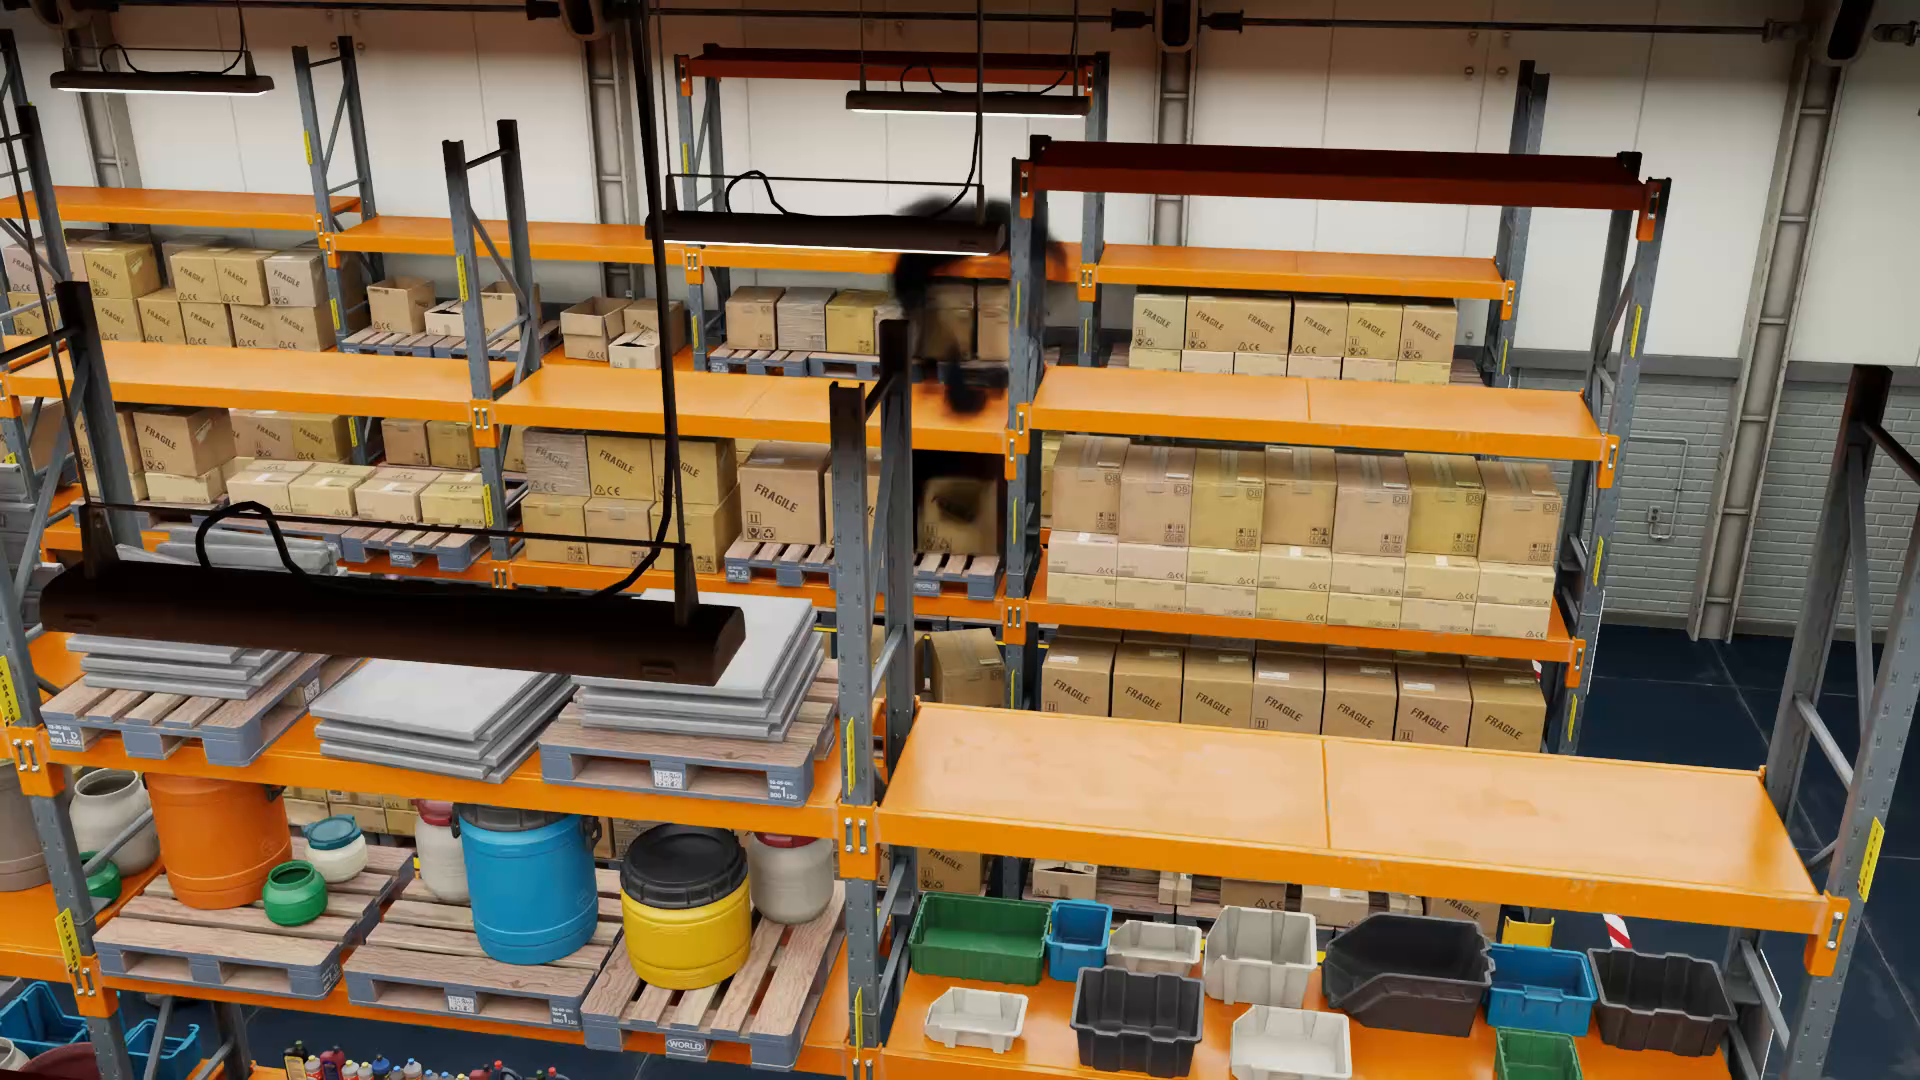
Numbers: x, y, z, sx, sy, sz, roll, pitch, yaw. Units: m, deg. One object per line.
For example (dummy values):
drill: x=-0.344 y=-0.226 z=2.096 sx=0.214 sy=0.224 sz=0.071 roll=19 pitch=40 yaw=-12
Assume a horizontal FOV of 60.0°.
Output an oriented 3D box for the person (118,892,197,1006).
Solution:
person: x=-6.056 y=2.606 z=11.980 sx=0.860 sy=1.752 sz=0.720 roll=-3 pitch=23 yaw=-7

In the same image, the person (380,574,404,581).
person: x=-5.533 y=0.815 z=16.458 sx=0.731 sy=1.584 sz=0.537 roll=-3 pitch=23 yaw=-7
